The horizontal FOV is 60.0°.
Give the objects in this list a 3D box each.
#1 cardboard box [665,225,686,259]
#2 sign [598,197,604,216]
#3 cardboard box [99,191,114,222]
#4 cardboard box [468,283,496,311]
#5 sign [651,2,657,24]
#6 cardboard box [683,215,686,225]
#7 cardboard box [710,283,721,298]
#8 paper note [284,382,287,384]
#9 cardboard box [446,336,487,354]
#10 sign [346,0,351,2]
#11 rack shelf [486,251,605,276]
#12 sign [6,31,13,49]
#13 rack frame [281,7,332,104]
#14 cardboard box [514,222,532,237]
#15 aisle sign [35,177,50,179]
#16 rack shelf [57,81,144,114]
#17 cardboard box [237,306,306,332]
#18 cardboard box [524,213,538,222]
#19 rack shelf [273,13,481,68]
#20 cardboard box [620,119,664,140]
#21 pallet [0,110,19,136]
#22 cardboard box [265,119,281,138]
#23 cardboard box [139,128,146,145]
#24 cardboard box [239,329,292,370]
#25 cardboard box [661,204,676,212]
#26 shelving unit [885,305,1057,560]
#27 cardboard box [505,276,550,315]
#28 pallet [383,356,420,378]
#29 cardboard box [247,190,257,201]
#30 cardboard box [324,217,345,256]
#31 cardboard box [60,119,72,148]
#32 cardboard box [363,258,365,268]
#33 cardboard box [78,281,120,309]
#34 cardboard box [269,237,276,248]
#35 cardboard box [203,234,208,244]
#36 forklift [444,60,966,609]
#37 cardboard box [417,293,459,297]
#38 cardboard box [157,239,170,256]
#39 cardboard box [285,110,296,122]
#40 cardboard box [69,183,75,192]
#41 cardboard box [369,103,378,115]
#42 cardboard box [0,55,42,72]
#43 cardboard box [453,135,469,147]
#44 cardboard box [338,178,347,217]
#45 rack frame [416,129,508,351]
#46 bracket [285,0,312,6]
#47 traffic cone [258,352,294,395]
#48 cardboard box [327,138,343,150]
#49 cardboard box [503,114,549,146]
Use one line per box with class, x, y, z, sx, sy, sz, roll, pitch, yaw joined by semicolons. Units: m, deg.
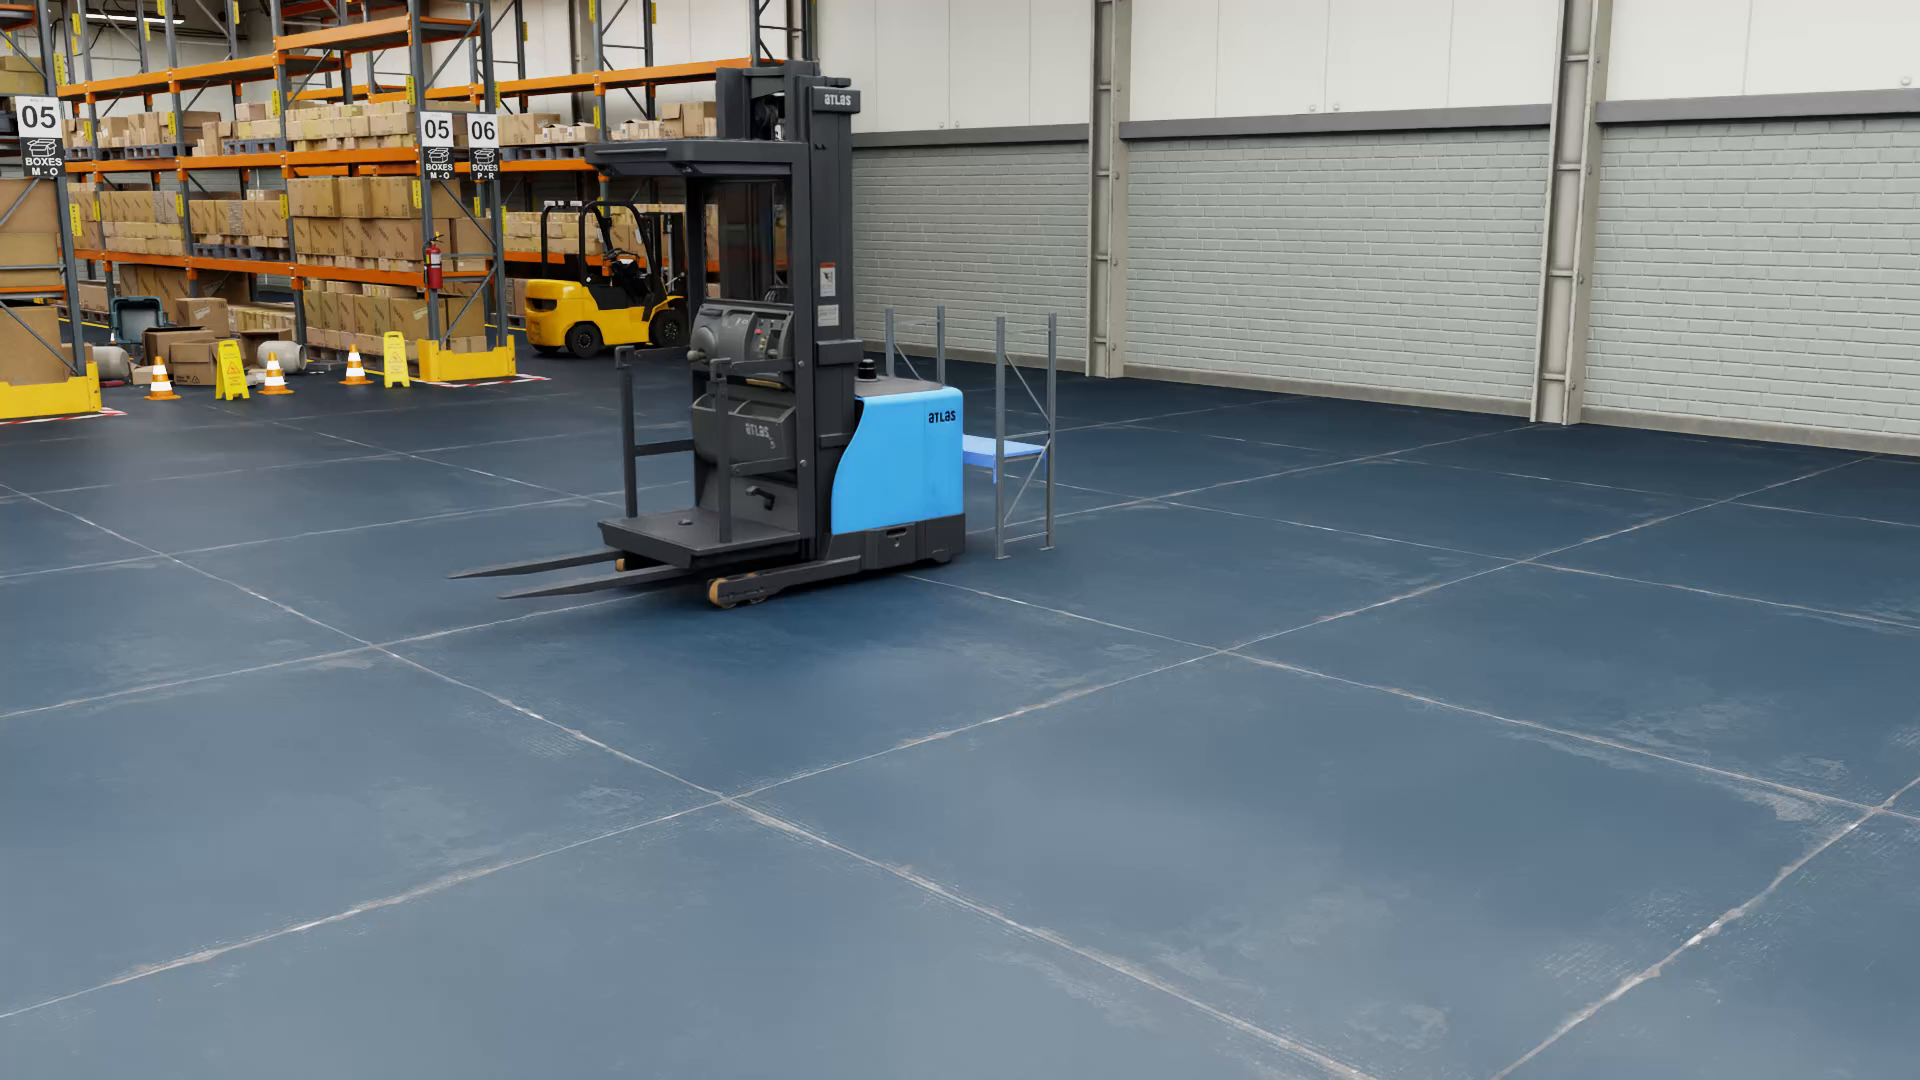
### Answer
cardboard box;-4.082;-4.486;25.005;0.500;0.500;0.500;-11;16;-42
sign;-5.639;-5.213;26.109;0.100;0.325;0.005;-11;16;-43
cardboard box;-14.270;-5.672;28.282;0.500;0.500;0.500;-11;16;-42
cardboard box;-8.463;-4.359;29.790;0.500;0.500;0.500;-10;15;-41
sign;-4.835;-8.309;26.235;0.100;0.325;0.005;-11;16;-43
cardboard box;-3.944;-4.789;24.869;0.380;0.149;0.250;-11;16;-43
cardboard box;-3.392;-3.624;24.366;0.500;0.250;0.500;-11;16;-42
paper note;-8.171;-1.893;20.022;0.142;0.019;0.148;6;13;26
cardboard box;-6.436;-2.501;21.392;0.500;0.250;0.500;-11;16;-43
sign;-8.436;-7.577;22.879;0.100;0.325;0.005;-11;16;-43
rack shelf;-6.635;-4.702;28.081;1.077;0.370;4.000;-11;16;-43
sign;-17.534;-9.218;30.646;0.100;0.325;0.005;-11;16;-43
rack frame;-13.541;-9.452;34.487;1.000;3.000;0.127;-11;16;-43
cardboard box;-7.193;-5.266;28.172;0.500;0.250;0.500;11;16;44
aisle sign;-17.387;-7.065;31.325;0.394;0.787;0.004;-11;16;-43
rack shelf;-15.747;-7.919;29.823;1.077;0.370;4.000;-11;16;-43
cardboard box;-10.185;-3.270;24.823;0.950;0.372;0.625;-10;15;-41
cardboard box;-7.110;-5.438;28.018;0.380;0.149;0.250;-10;16;-41
rack shelf;-7.460;-6.362;21.283;1.077;0.370;4.000;-11;16;-43
cardboard box;-4.855;-6.287;25.492;0.500;0.311;0.500;-10;16;-41
pallet;-10.109;-4.314;17.204;1.003;0.211;1.213;-11;16;-43
cardboard box;-9.349;-5.736;23.218;0.500;0.250;0.500;-11;16;-44
cardboard box;-12.808;-6.415;26.473;0.258;0.266;0.396;11;16;44
cardboard box;-9.085;-2.501;21.805;0.500;0.500;0.500;-1;12;-4
cardboard box;-4.301;-5.010;25.201;0.380;0.149;0.250;-11;16;-43
shelving unit;0.059;-0.722;10.700;0.538;1.500;1.048;-11;16;-43
cardboard box;-7.595;-4.296;29.172;0.875;0.625;0.625;-10;15;-41
pallet;-6.667;-2.255;21.333;1.003;0.211;1.213;-11;16;-43
cardboard box;-10.015;-4.959;23.916;0.250;0.149;0.380;11;16;43
cardboard box;-8.038;-4.016;21.988;0.500;0.500;0.500;-11;16;-43
cardboard box;-15.844;-7.279;29.838;0.500;0.500;0.500;-11;16;-42
cardboard box;-7.533;-3.614;21.640;0.380;0.149;0.250;-11;16;-43
cardboard box;-15.962;-4.557;30.906;0.875;0.438;0.875;-10;16;-41
cardboard box;-9.565;-4.230;23.592;0.250;0.149;0.380;11;16;43
cardboard box;-11.342;-4.617;25.470;0.250;0.149;0.380;11;16;42
forklift;-1.405;-1.178;9.367;3.031;2.935;1.130;-10;15;-40
cardboard box;-6.817;-2.948;21.700;0.500;0.500;0.500;11;16;43
cardboard box;-12.505;-4.690;26.615;0.500;0.250;0.500;-11;16;-42
cardboard box;-8.860;-5.715;22.430;0.380;0.149;0.250;-11;16;-44
cardboard box;-15.646;-6.290;29.674;0.380;0.149;0.250;-11;16;-44
cardboard box;-7.167;-5.390;20.850;0.380;0.149;0.250;-11;16;-43
cardboard box;-9.589;-4.866;17.020;0.380;0.149;0.250;-11;16;-42
cardboard box;-6.073;-4.926;20.576;0.380;0.149;0.250;-11;16;-42
cardboard box;-7.604;-4.442;21.574;0.700;0.500;0.500;-11;16;-43
rack frame;-6.079;-3.486;20.399;1.000;3.000;0.127;-11;16;-43
bracket;-12.930;-11.245;34.272;0.076;0.066;4.783;-11;16;-43
traffic cone;-7.877;-1.922;19.095;0.336;0.463;0.334;-11;16;-43
cardboard box;-7.976;-5.136;21.596;0.380;0.149;0.250;-11;16;-44
cardboard box;-7.271;-6.919;28.093;0.700;0.500;0.500;-11;16;-44
